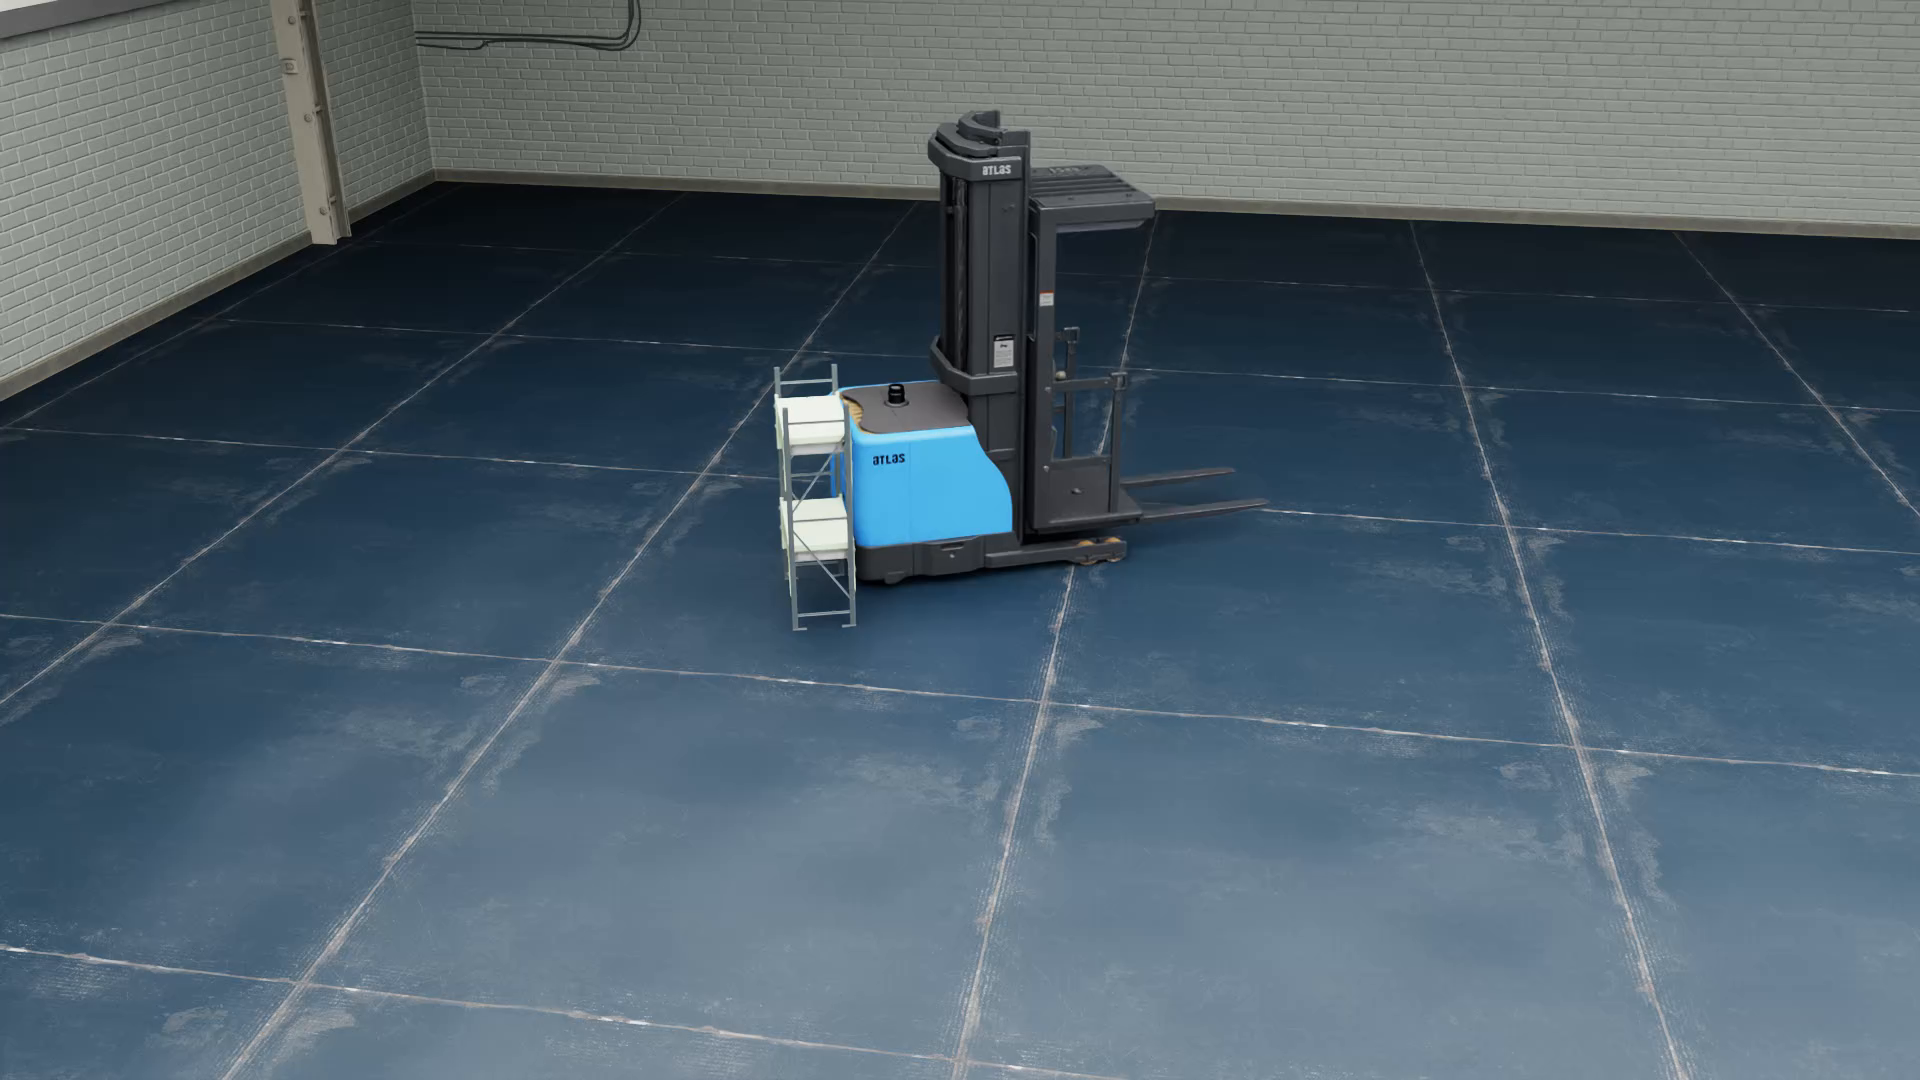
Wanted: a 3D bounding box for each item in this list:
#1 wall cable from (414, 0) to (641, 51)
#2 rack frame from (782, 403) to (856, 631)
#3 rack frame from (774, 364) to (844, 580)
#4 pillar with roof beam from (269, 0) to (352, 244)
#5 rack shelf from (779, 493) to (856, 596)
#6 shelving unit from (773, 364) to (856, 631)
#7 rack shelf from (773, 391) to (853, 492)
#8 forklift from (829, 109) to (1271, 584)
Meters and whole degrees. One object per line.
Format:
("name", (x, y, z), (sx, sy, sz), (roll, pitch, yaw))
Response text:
("wall cable", (-5.455, -7.270, 20.329), (3.097, 2.526, 0.112), (4, 25, 9))
("rack frame", (-0.861, -0.120, 10.238), (0.400, 1.500, 0.023), (-4, 25, -9))
("rack frame", (-0.983, -0.426, 10.892), (0.400, 1.500, 0.023), (-4, 25, -9))
("pillar with roof beam", (-2.993, -7.238, 16.597), (9.100, 9.000, 0.400), (4, 25, 9))
("rack shelf", (-0.922, 0.022, 10.703), (0.431, 0.370, 0.720), (-4, 25, -9))
("shelving unit", (-0.922, -0.273, 10.565), (0.431, 1.500, 0.755), (-4, 25, -9))
("rack shelf", (-0.922, -0.627, 10.399), (0.431, 0.370, 0.720), (-4, 25, -9))
("forklift", (0.656, -1.363, 11.205), (3.031, 2.935, 1.130), (-6, 26, -13))
